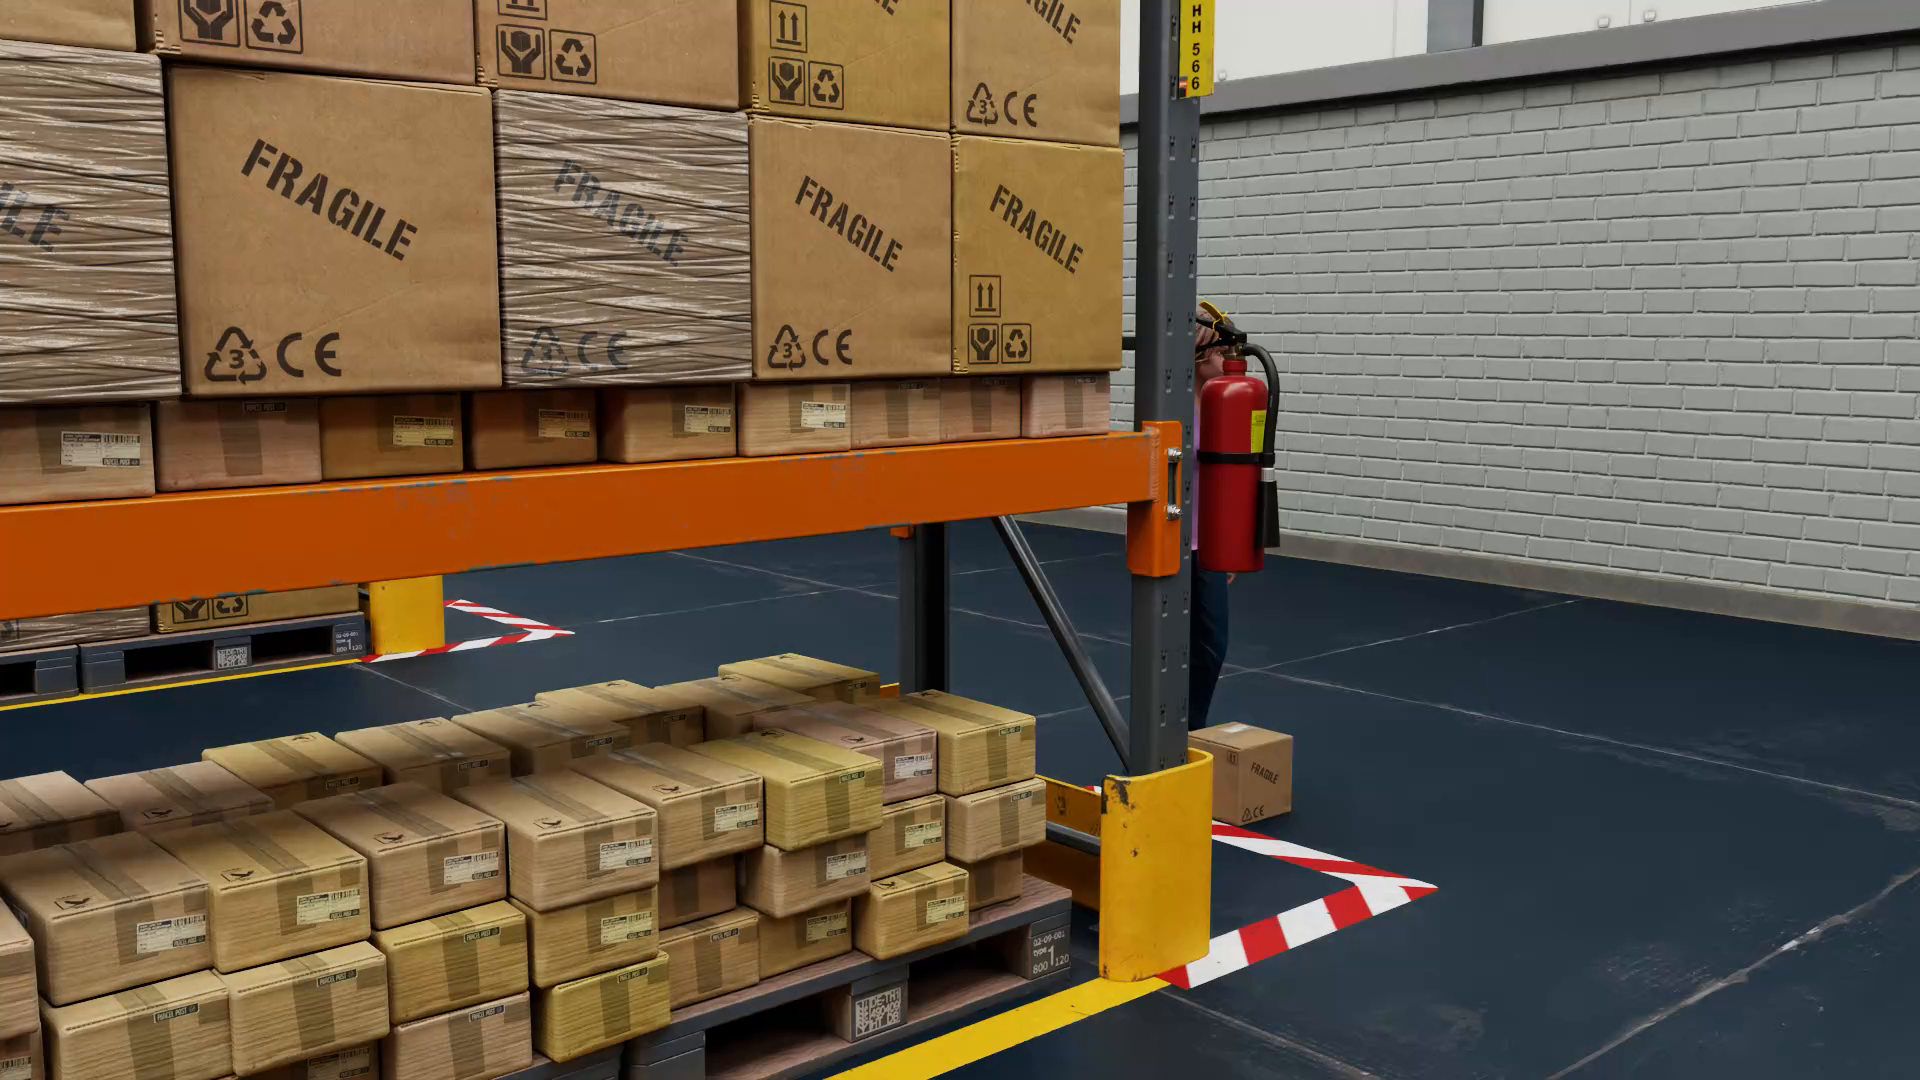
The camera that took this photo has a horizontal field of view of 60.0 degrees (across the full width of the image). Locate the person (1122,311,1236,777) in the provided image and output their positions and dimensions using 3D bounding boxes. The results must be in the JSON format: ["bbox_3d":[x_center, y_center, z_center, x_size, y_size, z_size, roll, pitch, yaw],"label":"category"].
[{"bbox_3d":[0.728,0.061,5.428,0.478,1.580,0.345,-7,10,-41],"label":"person"}]
